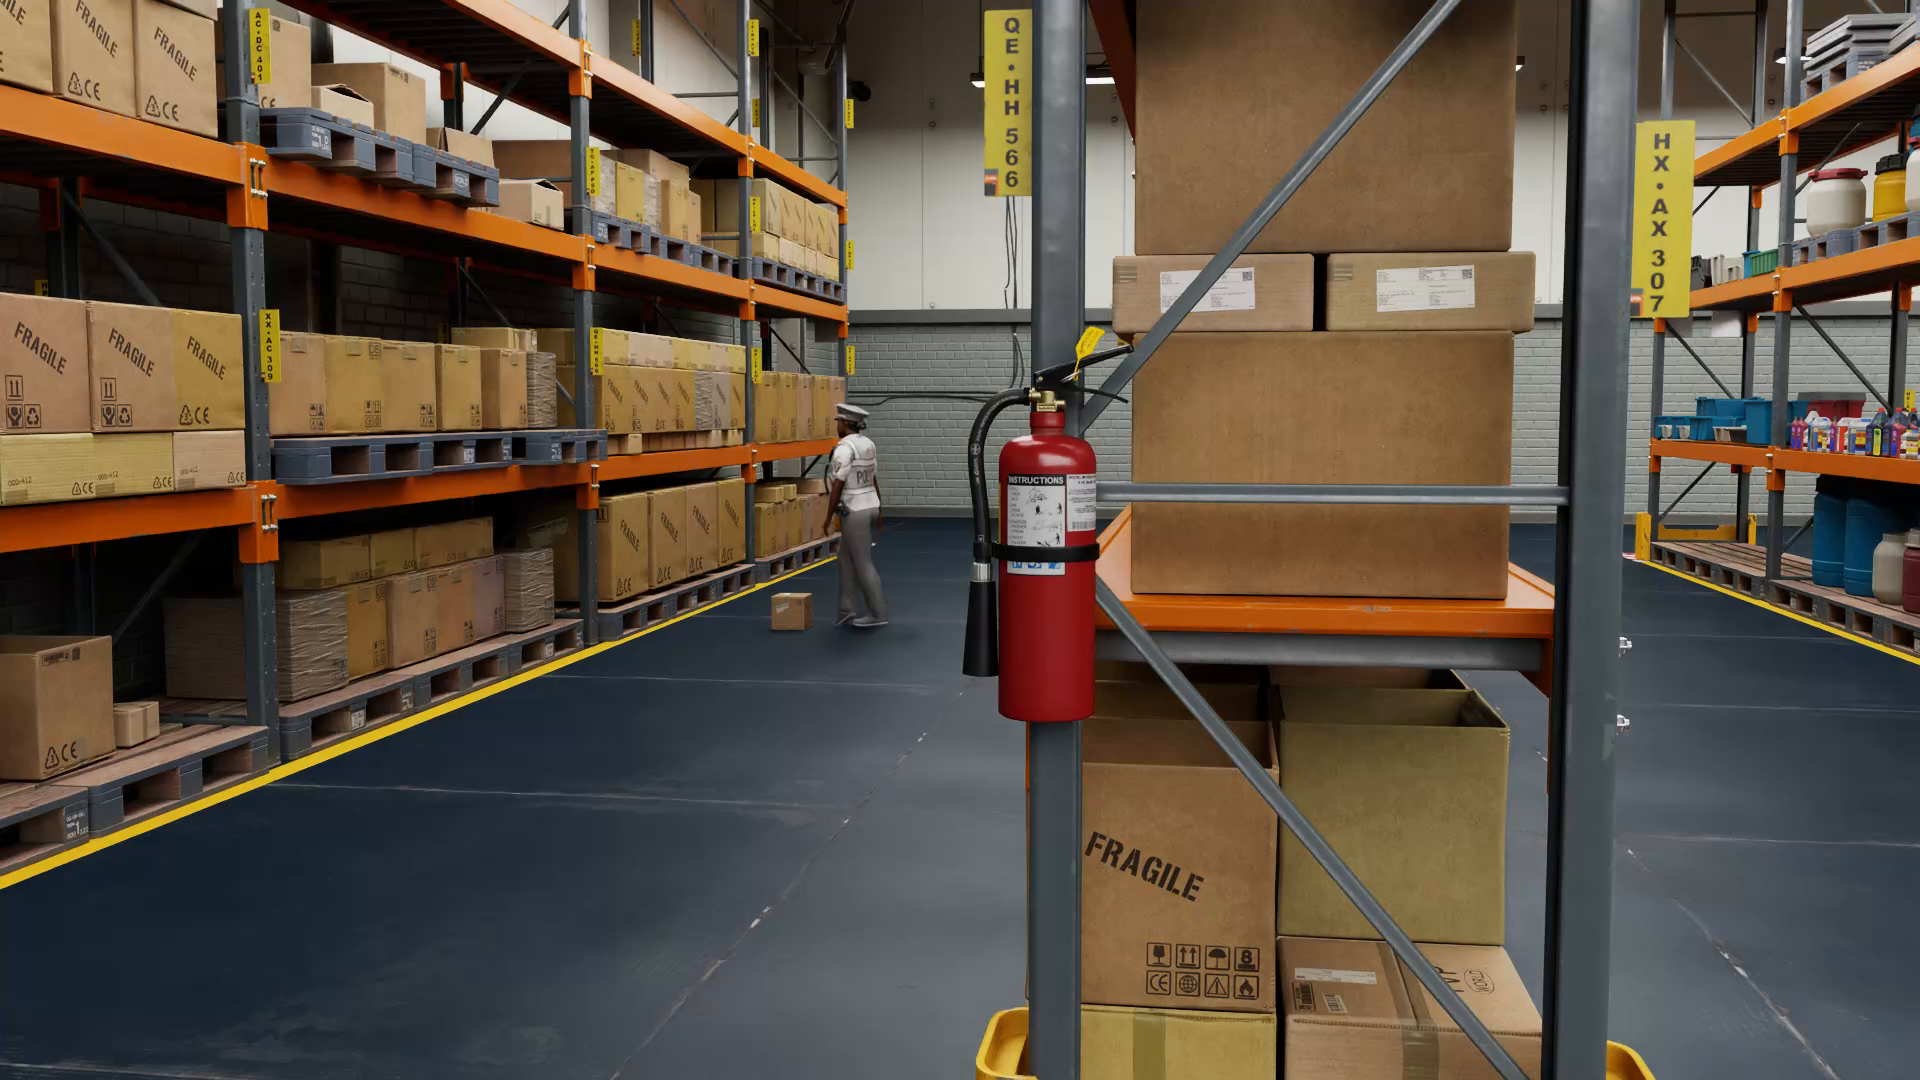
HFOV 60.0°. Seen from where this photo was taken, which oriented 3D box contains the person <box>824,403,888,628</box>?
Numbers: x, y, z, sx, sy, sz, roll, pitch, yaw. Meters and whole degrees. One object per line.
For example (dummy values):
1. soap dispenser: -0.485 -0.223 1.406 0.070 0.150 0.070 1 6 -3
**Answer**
1. person: -0.814 -0.144 12.400 0.580 1.741 0.495 2 5 22
